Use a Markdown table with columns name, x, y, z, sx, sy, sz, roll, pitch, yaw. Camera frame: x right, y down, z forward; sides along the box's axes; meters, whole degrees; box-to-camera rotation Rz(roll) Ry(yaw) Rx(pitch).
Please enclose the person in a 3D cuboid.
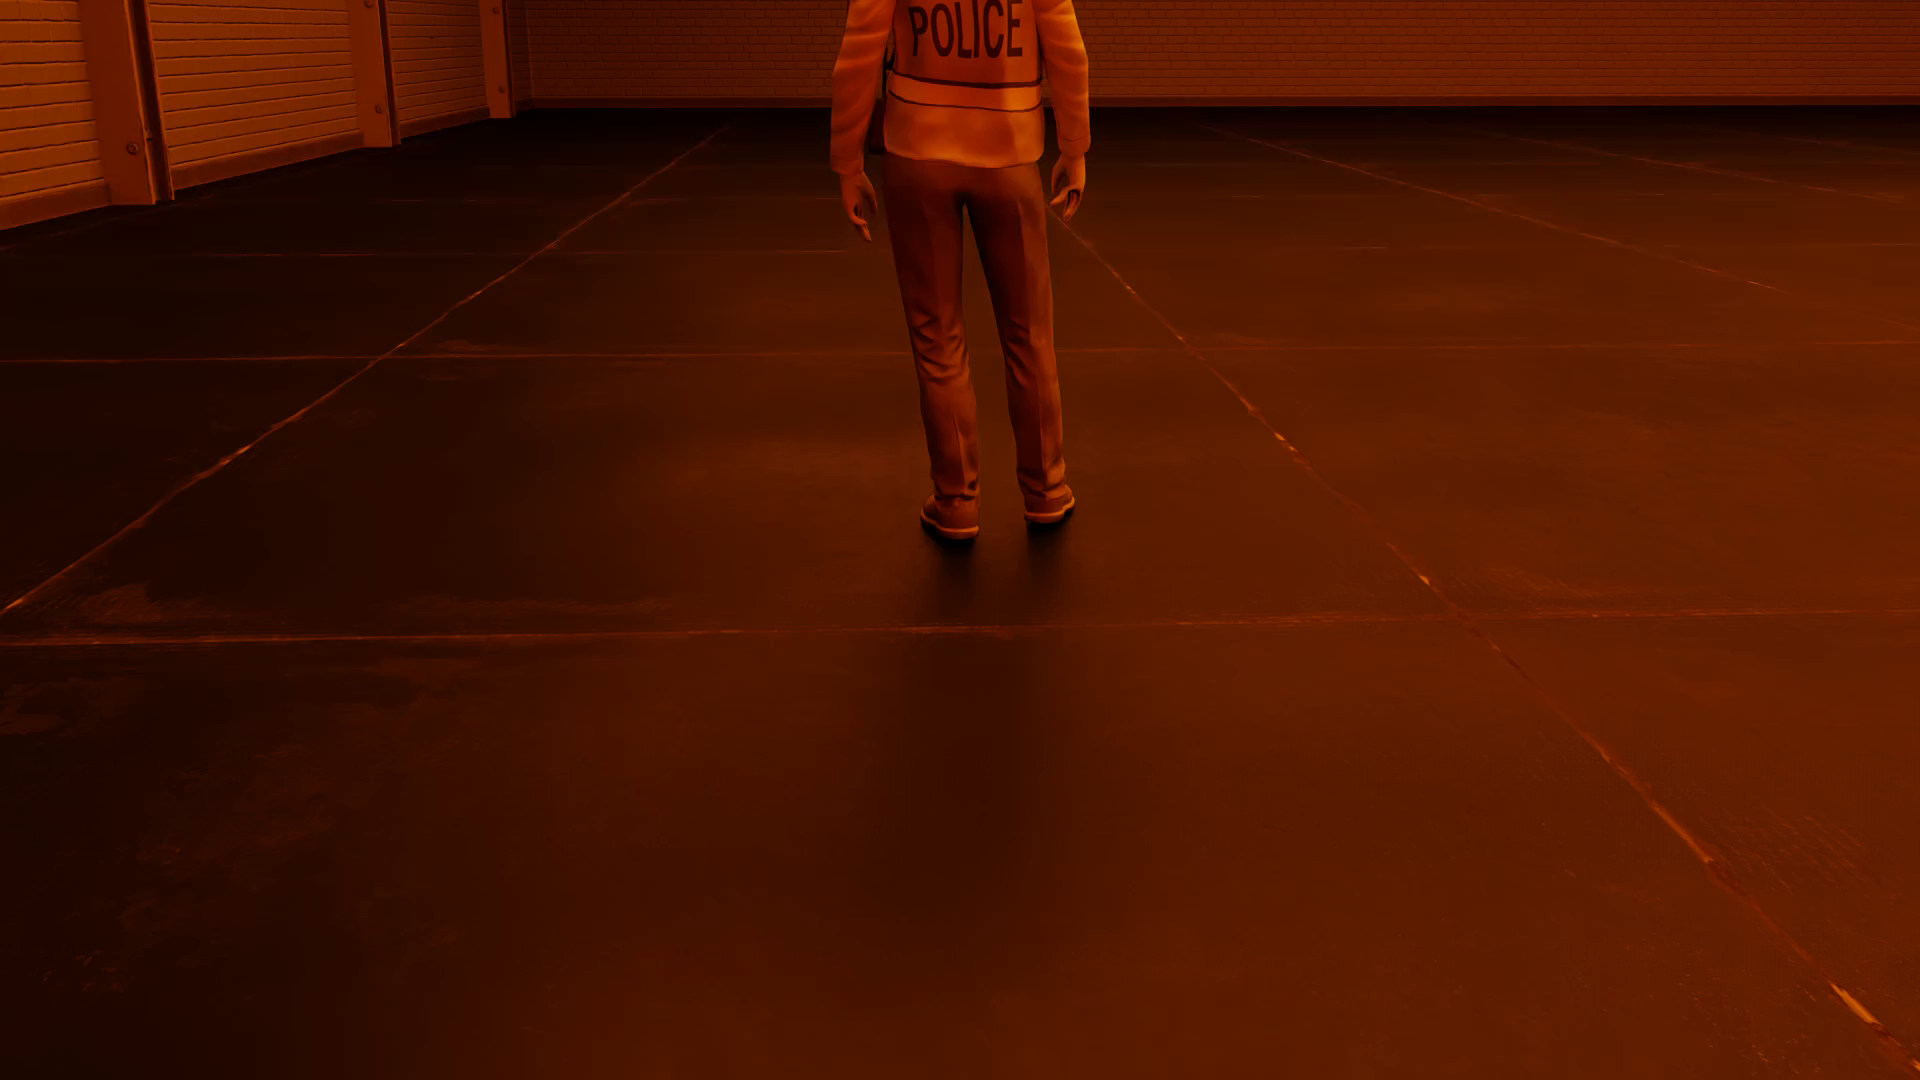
| name | x | y | z | sx | sy | sz | roll | pitch | yaw |
| --- | --- | --- | --- | --- | --- | --- | --- | --- | --- |
| person | 0.003 | -0.837 | 3.734 | 0.586 | 1.694 | 0.530 | -1 | 17 | -3 |
